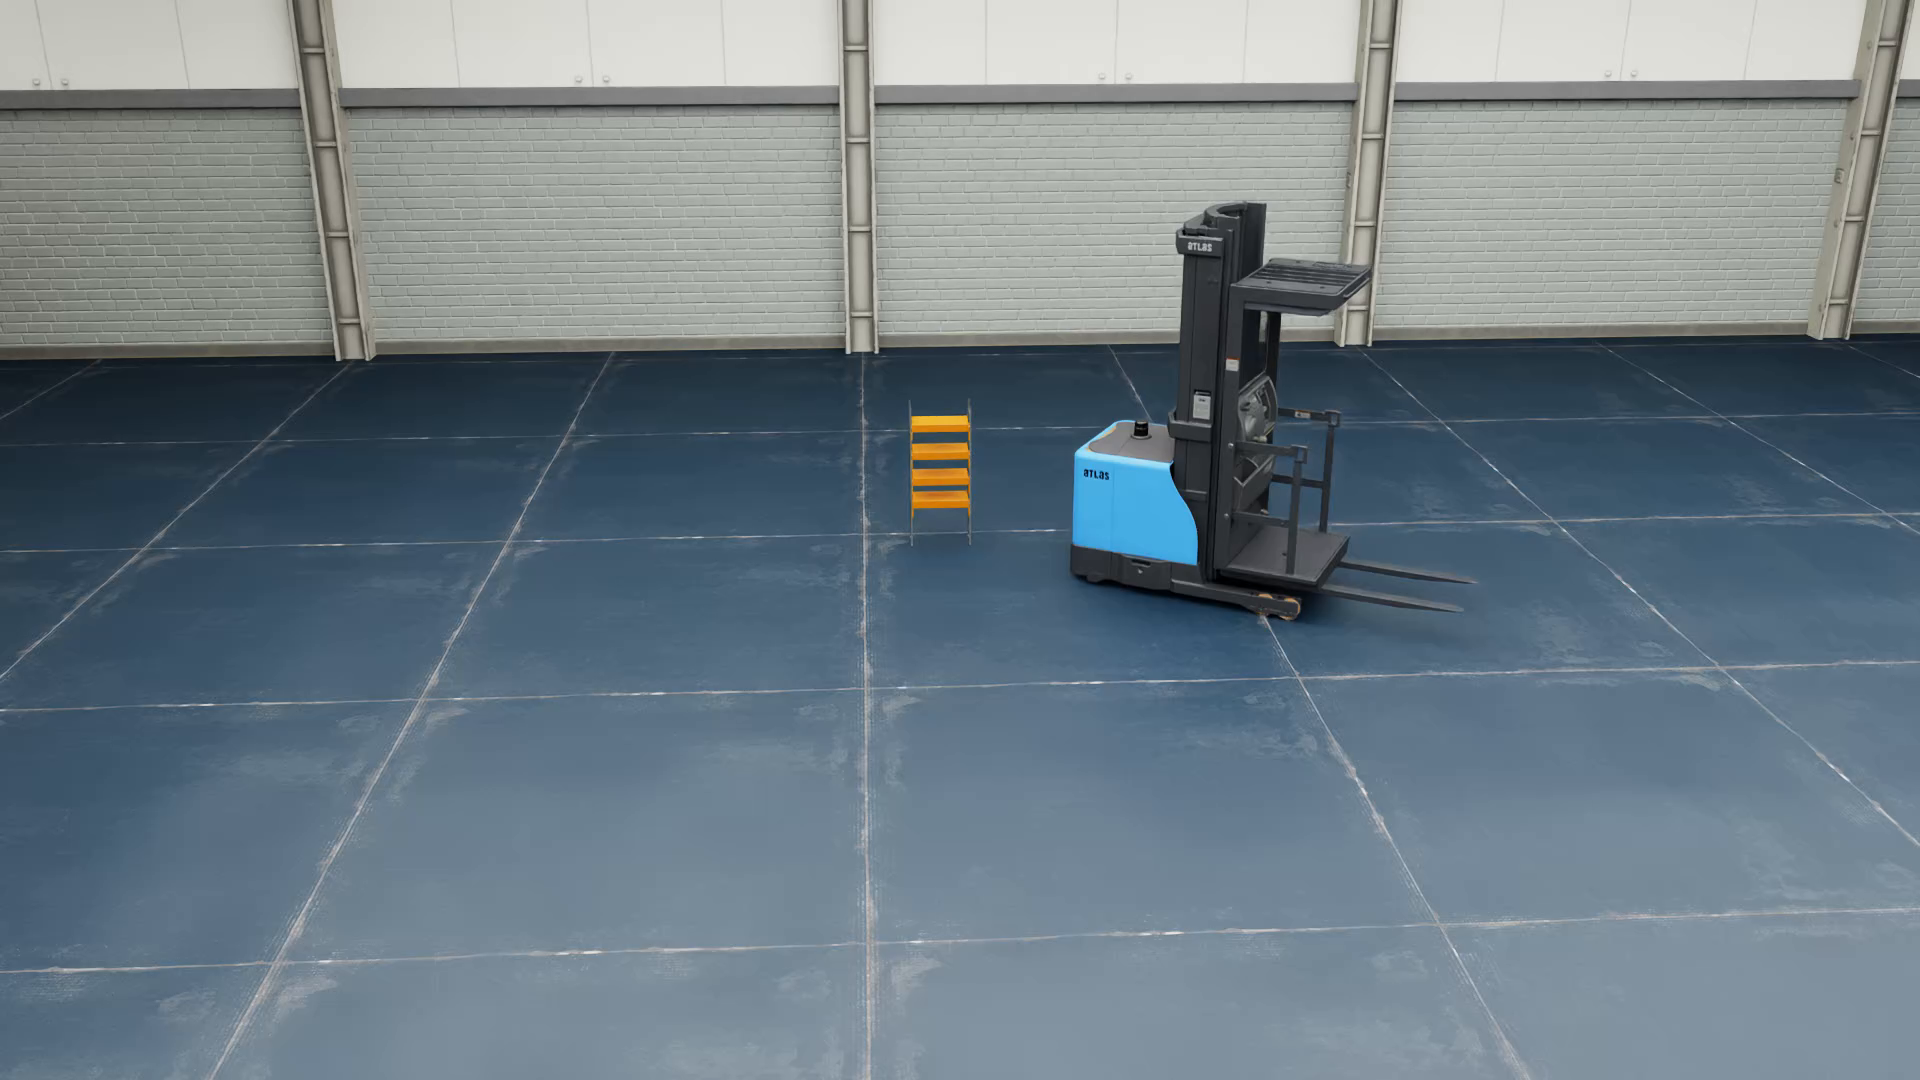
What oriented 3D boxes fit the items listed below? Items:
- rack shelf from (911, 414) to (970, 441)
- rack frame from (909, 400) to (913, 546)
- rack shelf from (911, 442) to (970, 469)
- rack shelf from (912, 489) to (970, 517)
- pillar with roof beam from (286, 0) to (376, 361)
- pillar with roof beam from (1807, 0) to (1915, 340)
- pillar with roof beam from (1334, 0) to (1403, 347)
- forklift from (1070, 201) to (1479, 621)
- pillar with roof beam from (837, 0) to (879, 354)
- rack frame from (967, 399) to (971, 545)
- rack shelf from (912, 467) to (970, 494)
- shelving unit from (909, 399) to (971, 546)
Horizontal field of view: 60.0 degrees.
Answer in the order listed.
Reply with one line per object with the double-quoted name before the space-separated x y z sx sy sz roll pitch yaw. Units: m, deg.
"rack shelf" -0.165 -0.925 13.690 0.480 0.148 0.258 -1 21 -3
"rack frame" -0.409 -0.552 13.817 0.015 1.200 0.240 -1 21 -3
"rack shelf" -0.165 -0.704 13.774 0.480 0.148 0.258 -1 21 -3
"rack shelf" -0.165 -0.309 13.925 0.480 0.148 0.258 -1 21 -3
"pillar with roof beam" -6.923 -4.847 14.135 0.400 9.000 9.100 -1 21 -3
"pillar with roof beam" 11.047 -5.212 15.095 0.400 9.000 9.100 -1 21 -3
"pillar with roof beam" 5.057 -5.090 14.775 0.400 9.000 9.100 -1 21 -3
"forklift" 2.430 -0.981 12.511 3.031 2.935 1.130 10 23 24
"pillar with roof beam" -0.933 -4.968 14.455 0.400 9.000 9.100 -1 21 -3
"rack frame" 0.078 -0.562 13.843 0.015 1.200 0.240 -1 21 -3
"rack shelf" -0.165 -0.494 13.854 0.480 0.148 0.258 -1 21 -3
"shelving unit" -0.165 -0.557 13.830 0.503 1.200 0.258 -1 21 -3
